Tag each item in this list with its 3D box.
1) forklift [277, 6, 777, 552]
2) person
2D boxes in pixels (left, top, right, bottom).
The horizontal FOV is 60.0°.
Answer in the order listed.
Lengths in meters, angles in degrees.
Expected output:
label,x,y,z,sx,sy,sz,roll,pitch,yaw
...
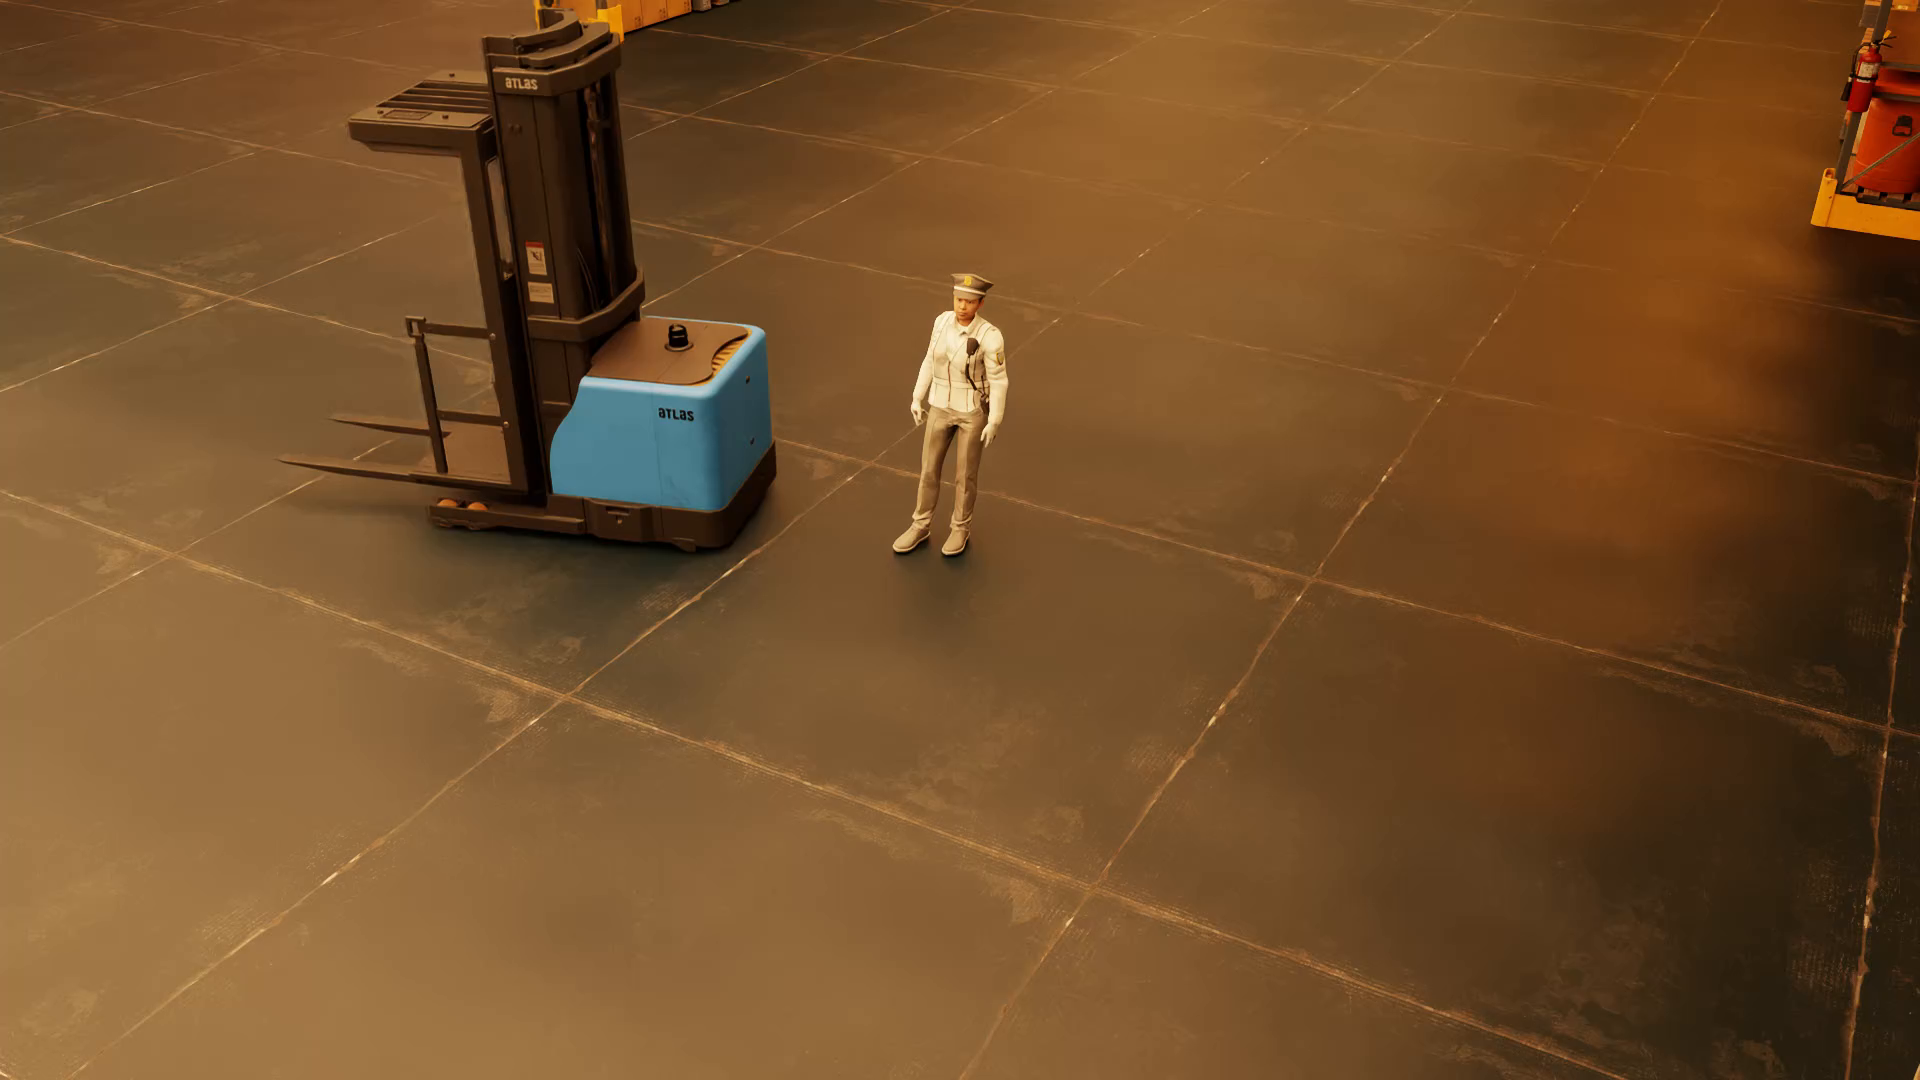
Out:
label,x,y,z,sx,sy,sz,roll,pitch,yaw
forklift,-2.738,-1.576,9.801,3.031,2.935,1.130,7,31,11
person,-0.038,-0.712,9.527,0.587,1.696,0.534,15,33,25
